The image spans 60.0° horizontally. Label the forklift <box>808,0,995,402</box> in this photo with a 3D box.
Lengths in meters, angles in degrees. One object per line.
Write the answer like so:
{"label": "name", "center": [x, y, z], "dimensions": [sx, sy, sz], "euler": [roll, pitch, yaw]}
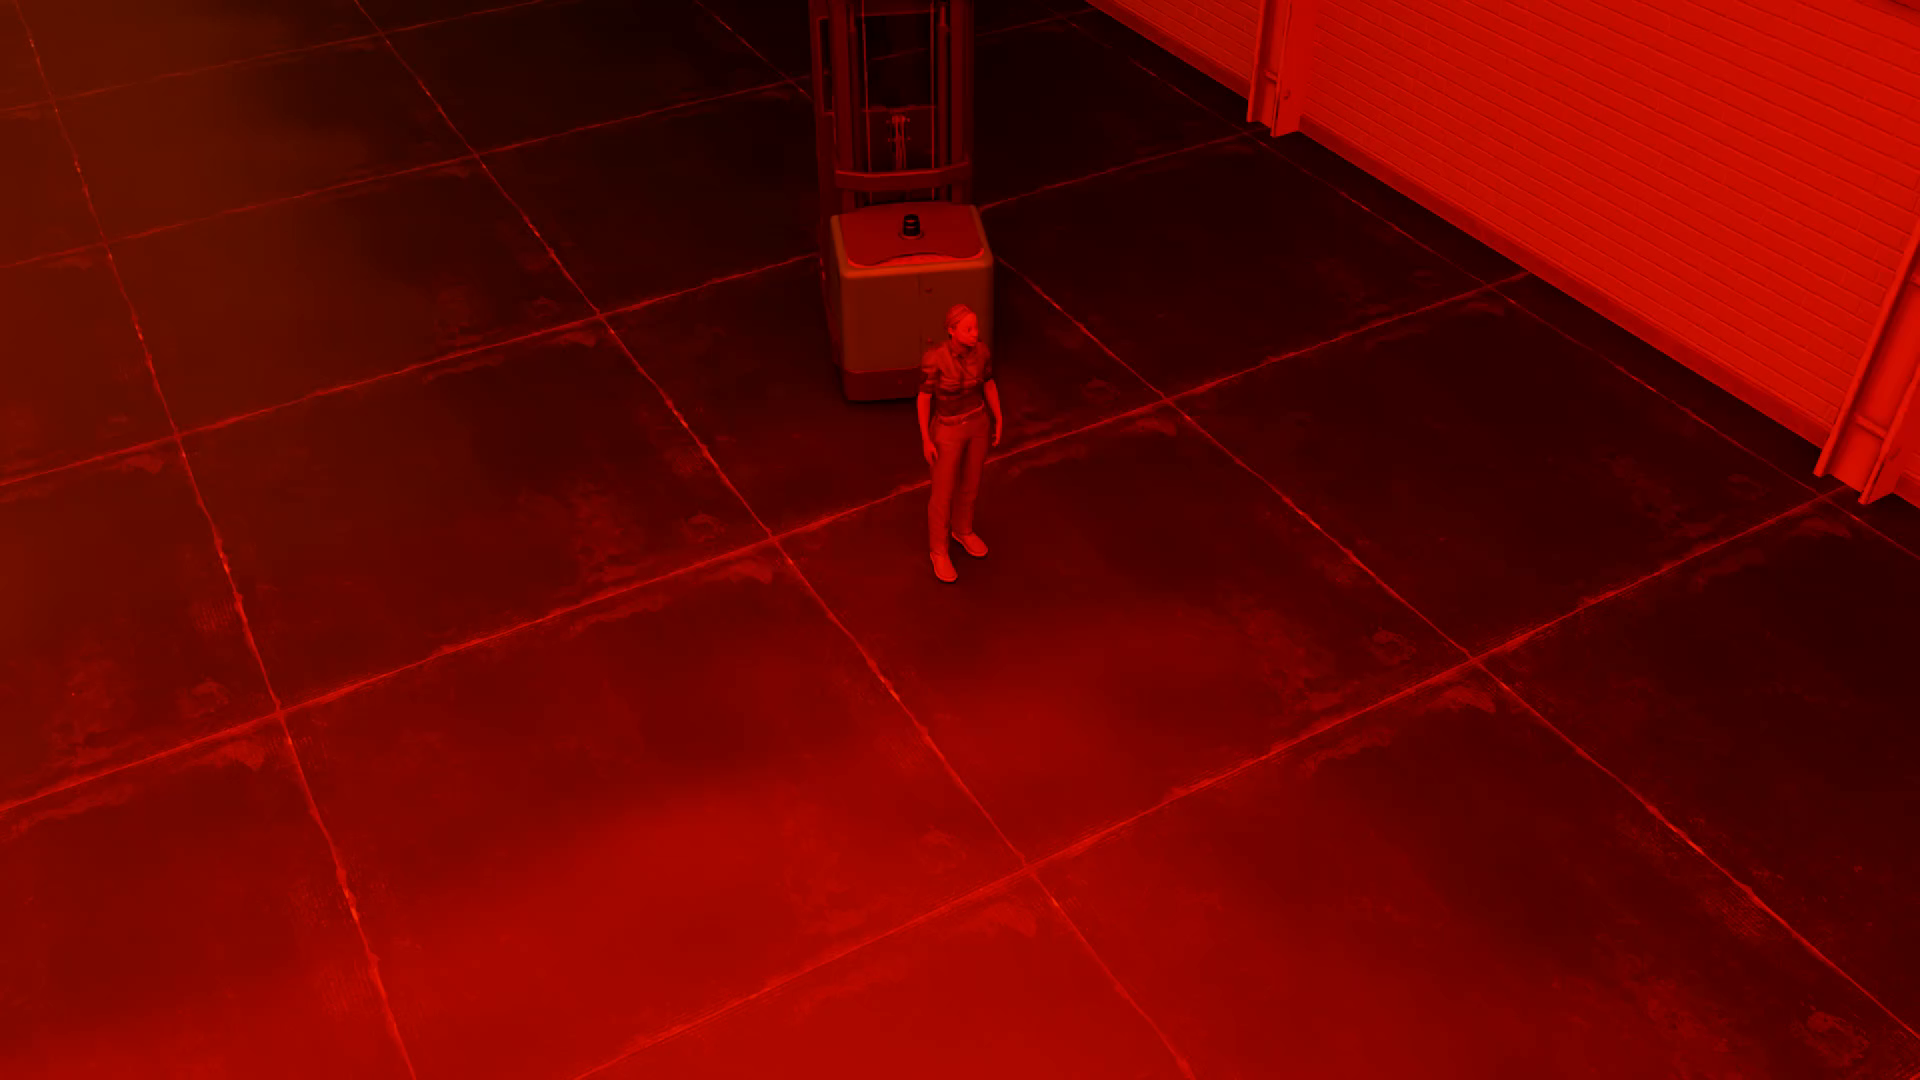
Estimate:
{"label": "forklift", "center": [-0.492, -3.015, 11.671], "dimensions": [1.130, 2.935, 3.031], "euler": [-6, 40, -7]}

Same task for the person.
{"label": "person", "center": [0.027, -0.588, 9.733], "dimensions": [0.569, 1.656, 0.503], "euler": [-20, 44, -23]}
